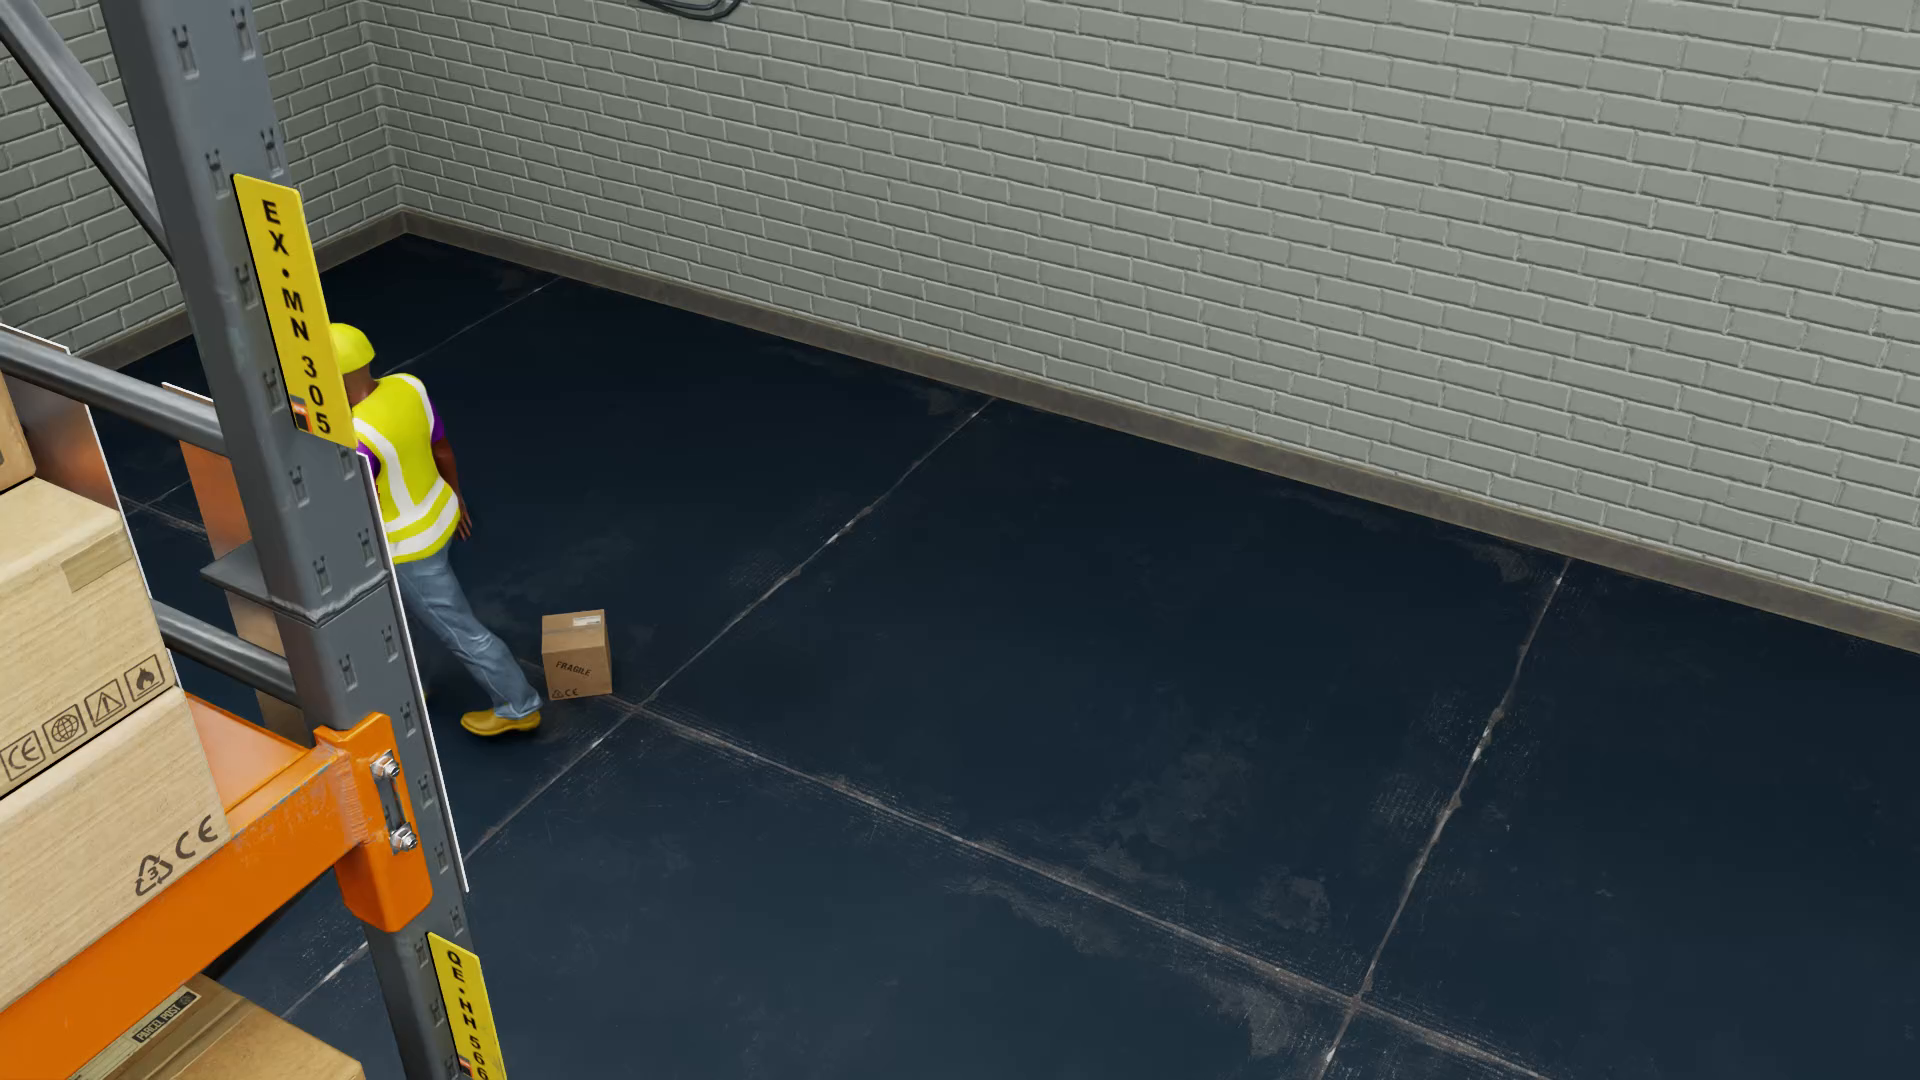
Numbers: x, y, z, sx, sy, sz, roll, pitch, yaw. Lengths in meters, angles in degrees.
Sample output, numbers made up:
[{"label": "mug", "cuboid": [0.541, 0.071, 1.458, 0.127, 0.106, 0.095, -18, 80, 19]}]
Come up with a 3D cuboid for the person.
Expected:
[{"label": "person", "cuboid": [-2.066, 0.000, 6.137, 0.880, 1.776, 0.600, 2, 34, 3]}]
